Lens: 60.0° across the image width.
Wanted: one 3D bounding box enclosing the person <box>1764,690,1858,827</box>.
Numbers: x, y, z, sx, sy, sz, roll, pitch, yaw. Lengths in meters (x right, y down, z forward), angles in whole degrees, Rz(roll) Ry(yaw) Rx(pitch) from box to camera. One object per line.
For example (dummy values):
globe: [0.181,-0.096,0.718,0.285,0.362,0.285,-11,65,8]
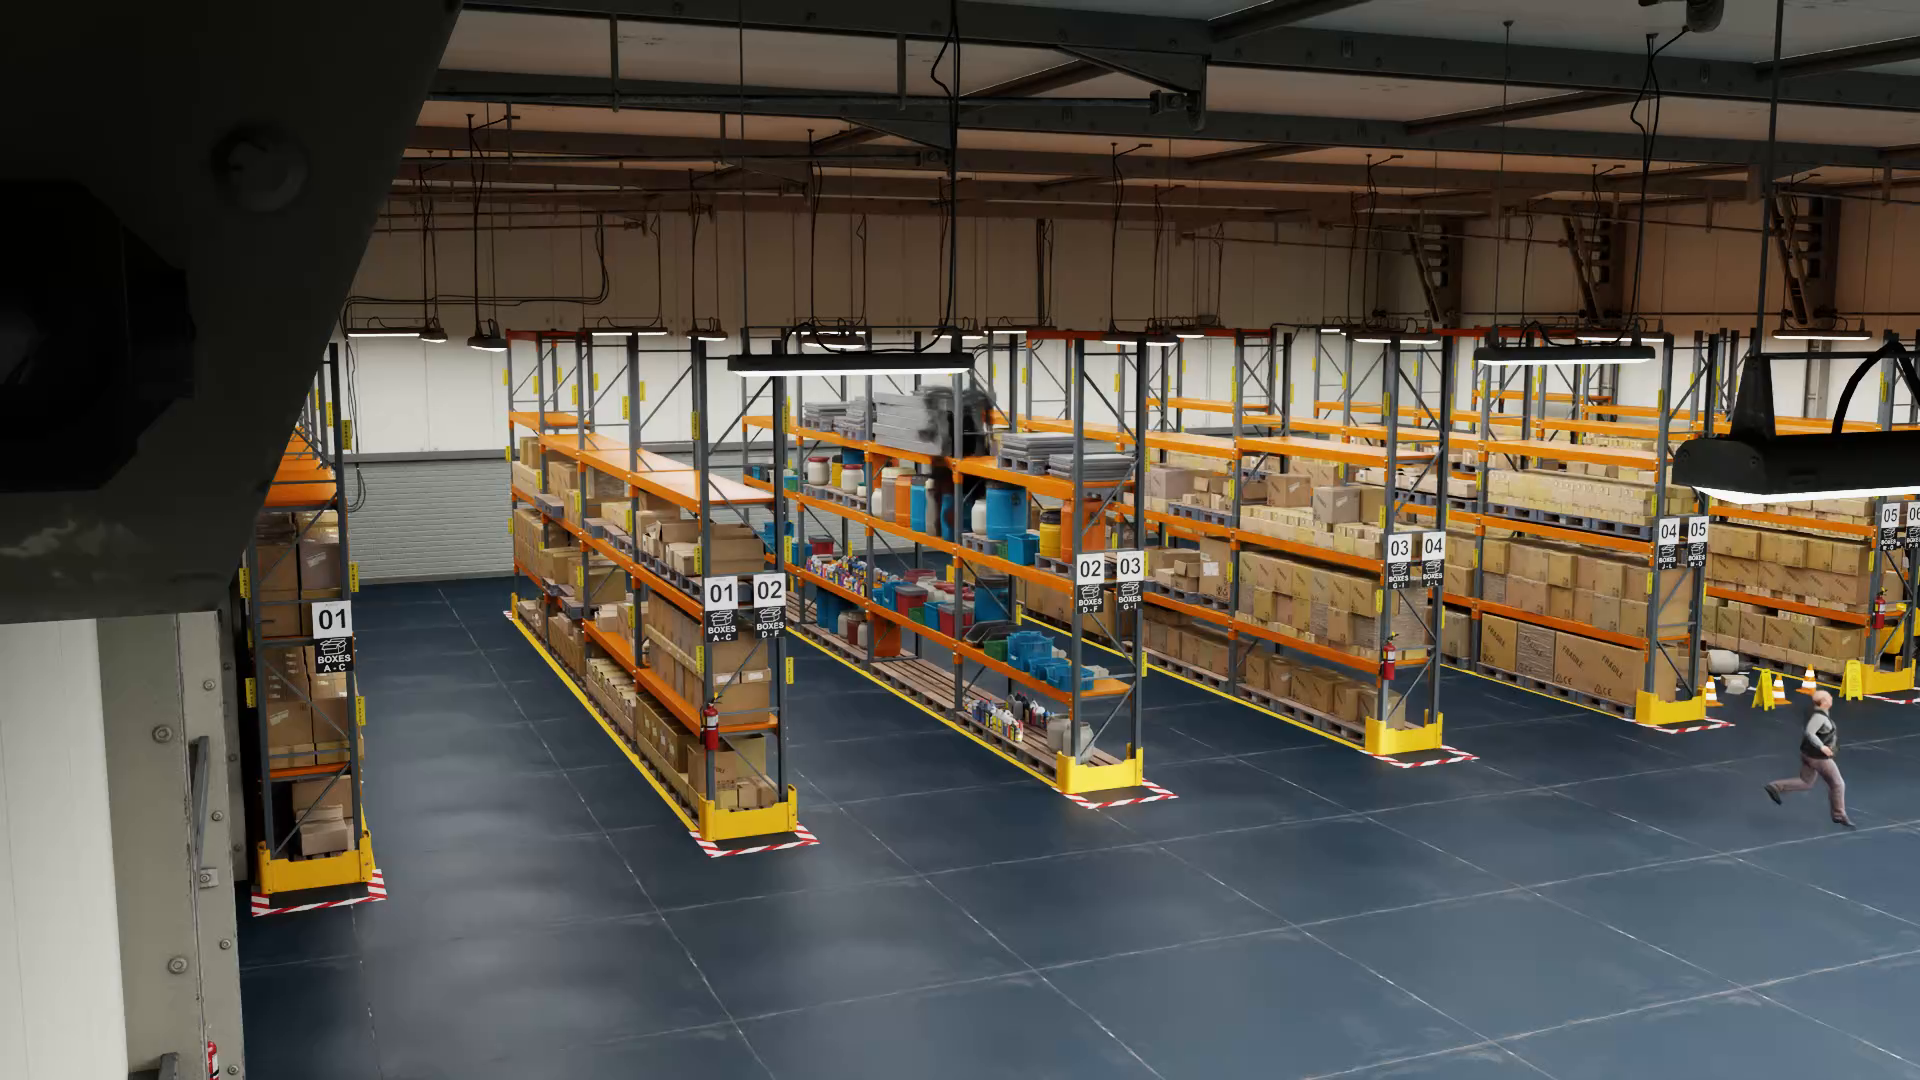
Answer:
person: [10.636,2.704,20.704,1.077,1.718,0.632,1,8,7]
